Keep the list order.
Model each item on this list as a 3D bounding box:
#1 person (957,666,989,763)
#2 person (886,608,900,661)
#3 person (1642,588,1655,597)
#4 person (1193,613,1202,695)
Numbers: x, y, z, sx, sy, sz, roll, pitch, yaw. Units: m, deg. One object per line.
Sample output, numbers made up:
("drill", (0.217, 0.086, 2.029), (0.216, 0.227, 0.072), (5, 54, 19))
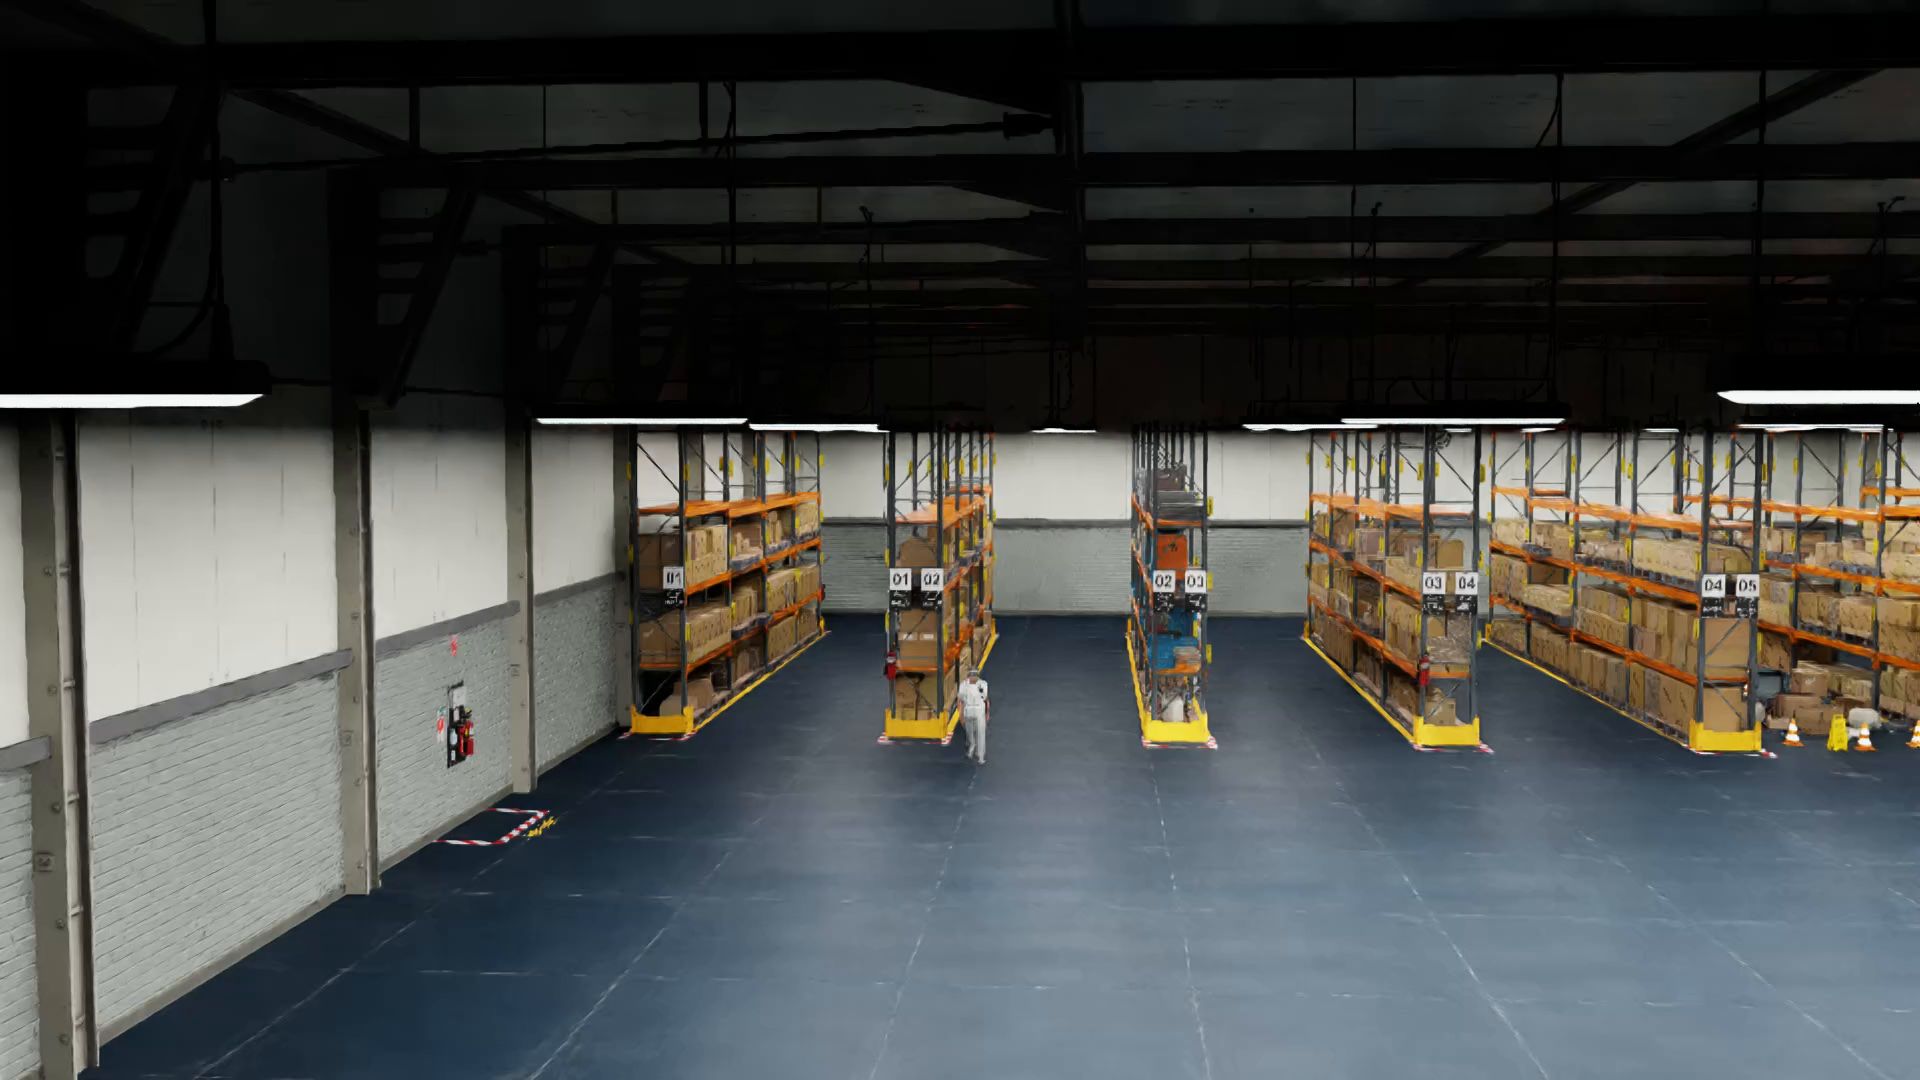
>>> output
("person", (0.226, 3.022, 29.081), (0.547, 1.669, 1.115), (0, 4, 3))
("person", (-1.646, 2.241, 42.157), (0.488, 1.590, 1.079), (0, 4, 2))
("person", (18.452, 1.995, 44.666), (0.483, 1.787, 0.637), (0, 4, 1))
("person", (5.245, 2.491, 36.611), (0.462, 1.794, 0.625), (-1, 4, -13))
